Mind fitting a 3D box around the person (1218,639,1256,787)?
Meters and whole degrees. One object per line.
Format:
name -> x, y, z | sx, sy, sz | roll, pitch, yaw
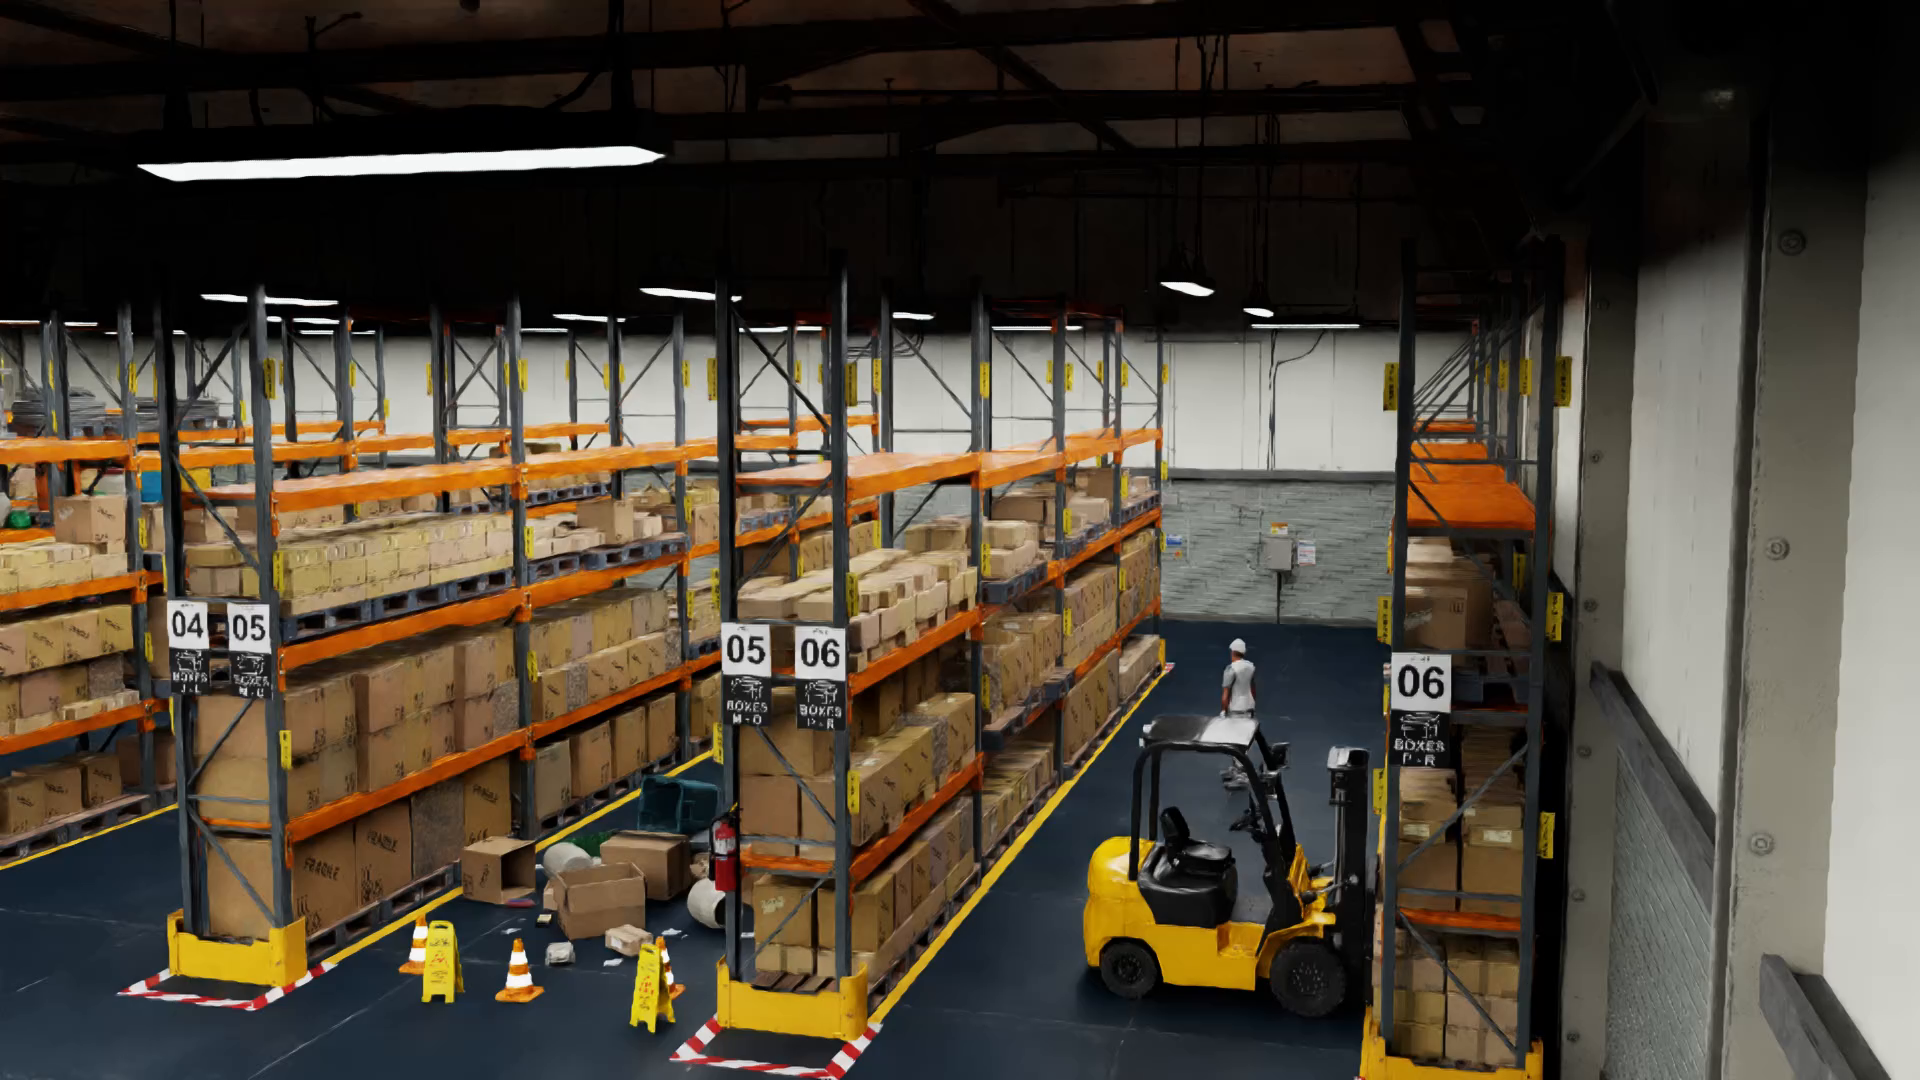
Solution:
person -> 3.395, 2.097, 20.488 | 0.577, 1.785, 0.655 | 5, 8, 42
